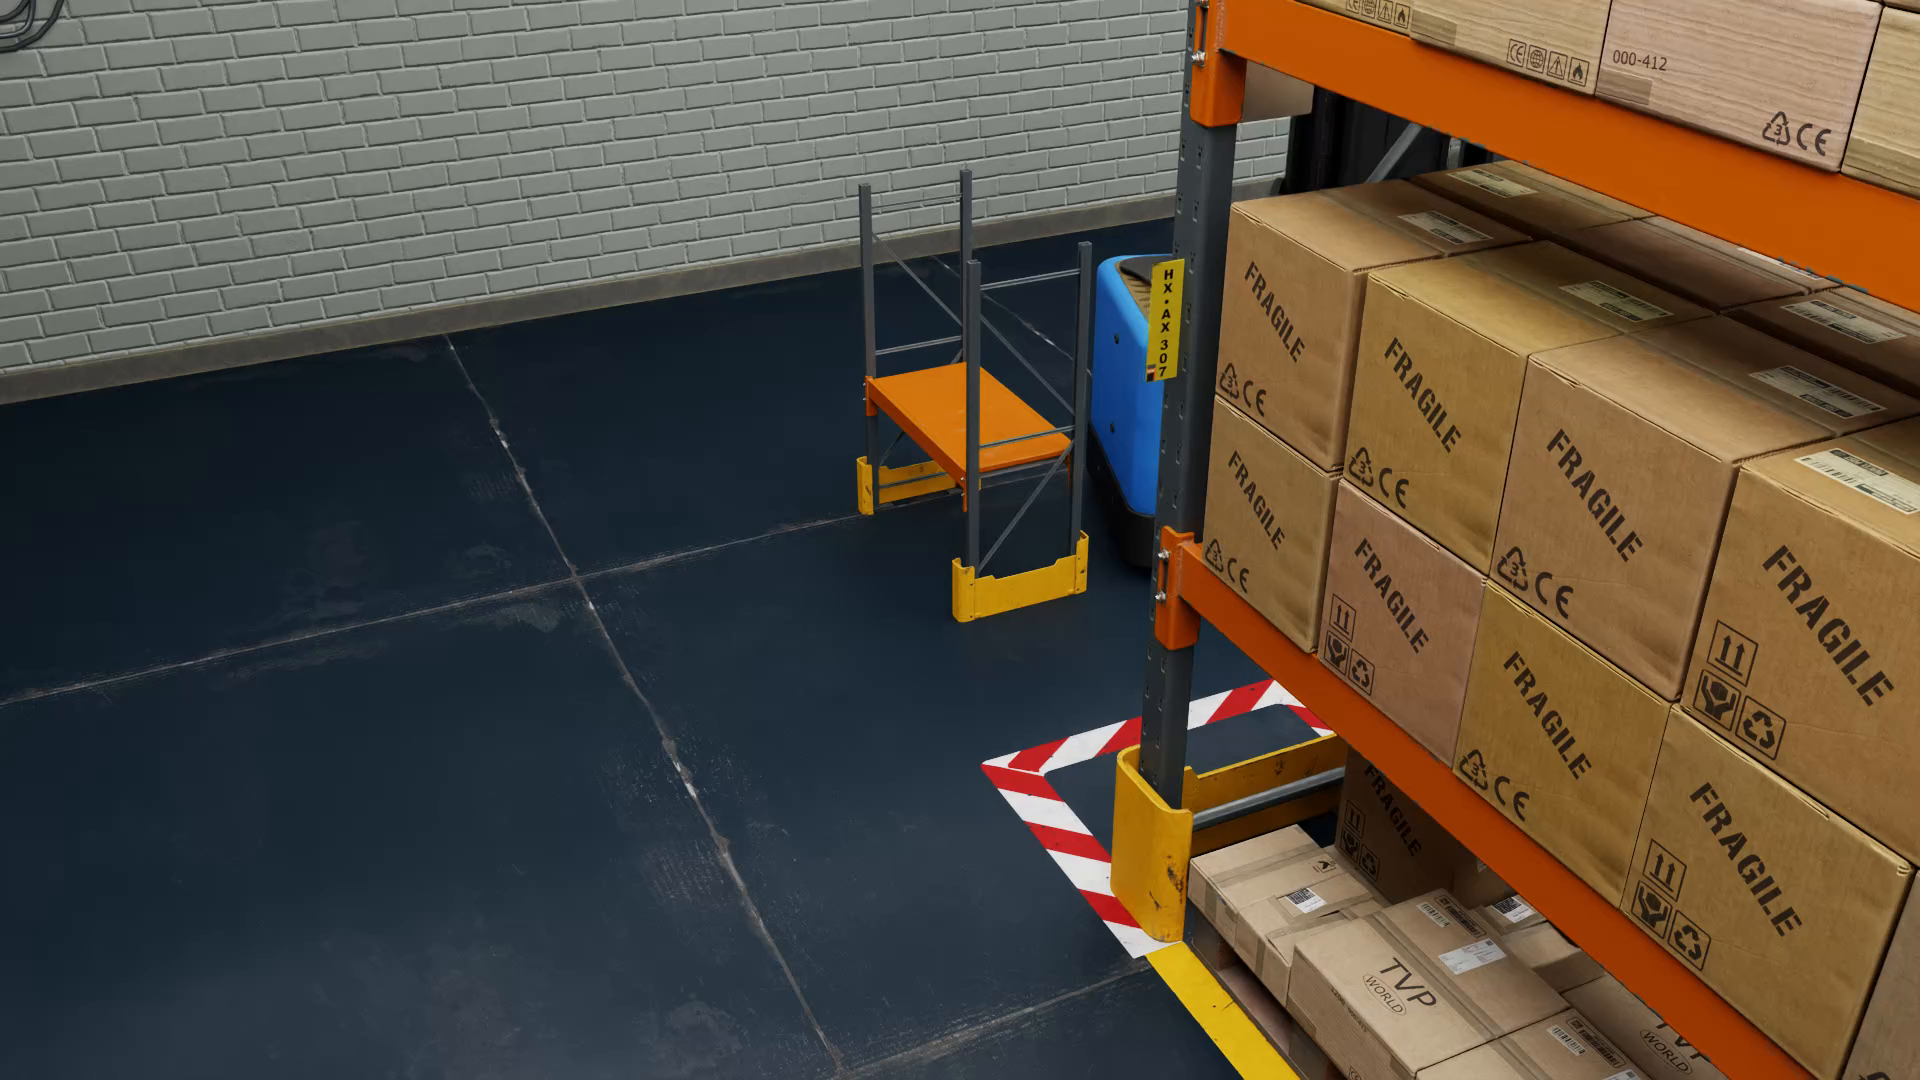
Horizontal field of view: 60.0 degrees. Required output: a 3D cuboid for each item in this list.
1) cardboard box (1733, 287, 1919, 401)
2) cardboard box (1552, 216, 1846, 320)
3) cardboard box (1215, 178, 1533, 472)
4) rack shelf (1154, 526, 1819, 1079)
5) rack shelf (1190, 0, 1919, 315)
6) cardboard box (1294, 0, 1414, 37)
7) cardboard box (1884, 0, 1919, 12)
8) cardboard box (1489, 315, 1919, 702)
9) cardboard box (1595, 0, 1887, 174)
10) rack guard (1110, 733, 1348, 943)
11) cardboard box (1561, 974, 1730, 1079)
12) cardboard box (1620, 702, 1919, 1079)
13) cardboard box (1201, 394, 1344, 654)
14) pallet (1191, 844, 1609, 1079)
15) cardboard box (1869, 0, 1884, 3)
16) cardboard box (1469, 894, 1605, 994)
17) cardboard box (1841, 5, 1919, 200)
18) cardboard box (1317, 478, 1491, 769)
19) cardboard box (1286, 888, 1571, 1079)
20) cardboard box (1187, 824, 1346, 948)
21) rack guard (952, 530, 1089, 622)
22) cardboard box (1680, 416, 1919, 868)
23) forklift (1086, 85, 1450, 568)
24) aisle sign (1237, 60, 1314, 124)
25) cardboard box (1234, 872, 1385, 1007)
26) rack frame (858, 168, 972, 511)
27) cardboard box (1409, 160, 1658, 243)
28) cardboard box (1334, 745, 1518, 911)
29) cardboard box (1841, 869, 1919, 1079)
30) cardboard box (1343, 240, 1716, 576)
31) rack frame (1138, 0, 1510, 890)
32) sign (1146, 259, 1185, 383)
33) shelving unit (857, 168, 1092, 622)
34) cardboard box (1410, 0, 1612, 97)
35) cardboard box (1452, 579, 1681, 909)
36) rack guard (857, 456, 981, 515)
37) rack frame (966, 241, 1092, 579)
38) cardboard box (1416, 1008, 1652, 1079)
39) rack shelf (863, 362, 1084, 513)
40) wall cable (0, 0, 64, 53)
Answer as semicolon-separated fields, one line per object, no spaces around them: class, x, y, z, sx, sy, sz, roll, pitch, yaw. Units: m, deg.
cardboard box;1.908;-0.193;3.402;0.500;0.500;0.500;-12;32;-21
cardboard box;1.681;-0.421;3.809;0.500;0.500;0.500;-12;32;-21
cardboard box;0.976;-0.531;4.006;0.500;0.500;0.500;-12;31;-20
rack shelf;1.882;0.895;3.323;1.077;0.370;4.000;-13;32;-22
rack shelf;1.882;-0.414;2.590;1.077;0.370;4.000;-13;32;-22
cardboard box;1.015;-1.265;3.526;0.500;0.250;0.500;-13;32;-22
cardboard box;1.649;-0.819;2.218;0.500;0.250;0.500;-13;32;-22
cardboard box;1.418;-0.080;3.201;0.500;0.500;0.500;-13;32;-21
cardboard box;1.434;-0.821;2.734;0.500;0.250;0.500;-13;32;-22
rack guard;1.056;0.821;5.275;1.175;0.500;0.348;-13;32;-22
cardboard box;1.860;1.319;4.192;0.500;0.250;0.500;-13;32;-22
cardboard box;1.628;0.575;3.055;0.500;0.500;0.500;-13;32;-21
cardboard box;0.976;-0.095;4.250;0.500;0.500;0.500;-12;32;-21
pallet;1.399;1.299;4.718;1.003;0.211;1.213;-13;32;-22
cardboard box;1.438;-1.040;2.614;0.500;0.250;0.500;-13;32;-22
cardboard box;1.572;1.127;4.620;0.380;0.166;0.250;-13;32;-22
cardboard box;1.654;-0.602;2.343;0.500;0.250;0.500;-13;32;-22
cardboard box;1.202;0.132;3.846;0.500;0.500;0.500;-13;32;-22
cardboard box;1.216;1.225;4.360;0.500;0.250;0.500;-13;32;-22
cardboard box;0.893;1.006;4.854;0.380;0.149;0.250;-13;32;-22
rack guard;0.247;0.145;6.736;0.587;0.250;0.087;-13;32;-22
cardboard box;1.636;0.144;2.801;0.500;0.500;0.500;-13;32;-22
forklift;2.140;-1.437;6.816;3.031;2.935;1.130;-3;29;-6
aisle sign;0.729;-1.405;4.031;0.394;0.787;0.004;-13;32;-22
cardboard box;1.000;1.109;4.653;0.380;0.166;0.250;-13;32;-22
rack frame;-0.182;-0.841;7.216;0.500;1.500;0.032;-13;32;-22
cardboard box;1.463;-0.644;4.206;0.500;0.500;0.500;-13;32;-22
cardboard box;1.480;0.784;4.891;0.500;0.500;0.500;-13;32;-22
cardboard box;1.849;0.800;2.655;0.500;0.500;0.500;-12;32;-21
cardboard box;1.207;-0.302;3.597;0.500;0.500;0.500;-13;32;-21
rack frame;1.024;-0.303;4.723;1.000;3.000;0.127;-13;32;-22
sign;0.534;-0.566;4.308;0.100;0.325;0.005;-13;32;-22
shelving unit;0.033;-0.620;6.823;0.587;1.500;1.083;-13;32;-22
cardboard box;1.218;-1.042;3.127;0.500;0.250;0.500;-13;32;-22
cardboard box;1.415;0.354;3.449;0.500;0.500;0.500;-13;32;-22
rack guard;-0.181;-0.295;7.521;0.587;0.250;0.087;-13;32;-22
rack frame;0.255;-0.392;6.416;0.500;1.500;0.032;-13;32;-22
cardboard box;1.430;1.446;3.966;0.500;0.250;0.500;-13;32;-22
rack shelf;0.037;-0.460;6.904;0.538;0.185;1.000;-13;32;-22
wall cable;-5.554;-3.097;6.747;3.097;2.526;0.112;-13;32;-22
